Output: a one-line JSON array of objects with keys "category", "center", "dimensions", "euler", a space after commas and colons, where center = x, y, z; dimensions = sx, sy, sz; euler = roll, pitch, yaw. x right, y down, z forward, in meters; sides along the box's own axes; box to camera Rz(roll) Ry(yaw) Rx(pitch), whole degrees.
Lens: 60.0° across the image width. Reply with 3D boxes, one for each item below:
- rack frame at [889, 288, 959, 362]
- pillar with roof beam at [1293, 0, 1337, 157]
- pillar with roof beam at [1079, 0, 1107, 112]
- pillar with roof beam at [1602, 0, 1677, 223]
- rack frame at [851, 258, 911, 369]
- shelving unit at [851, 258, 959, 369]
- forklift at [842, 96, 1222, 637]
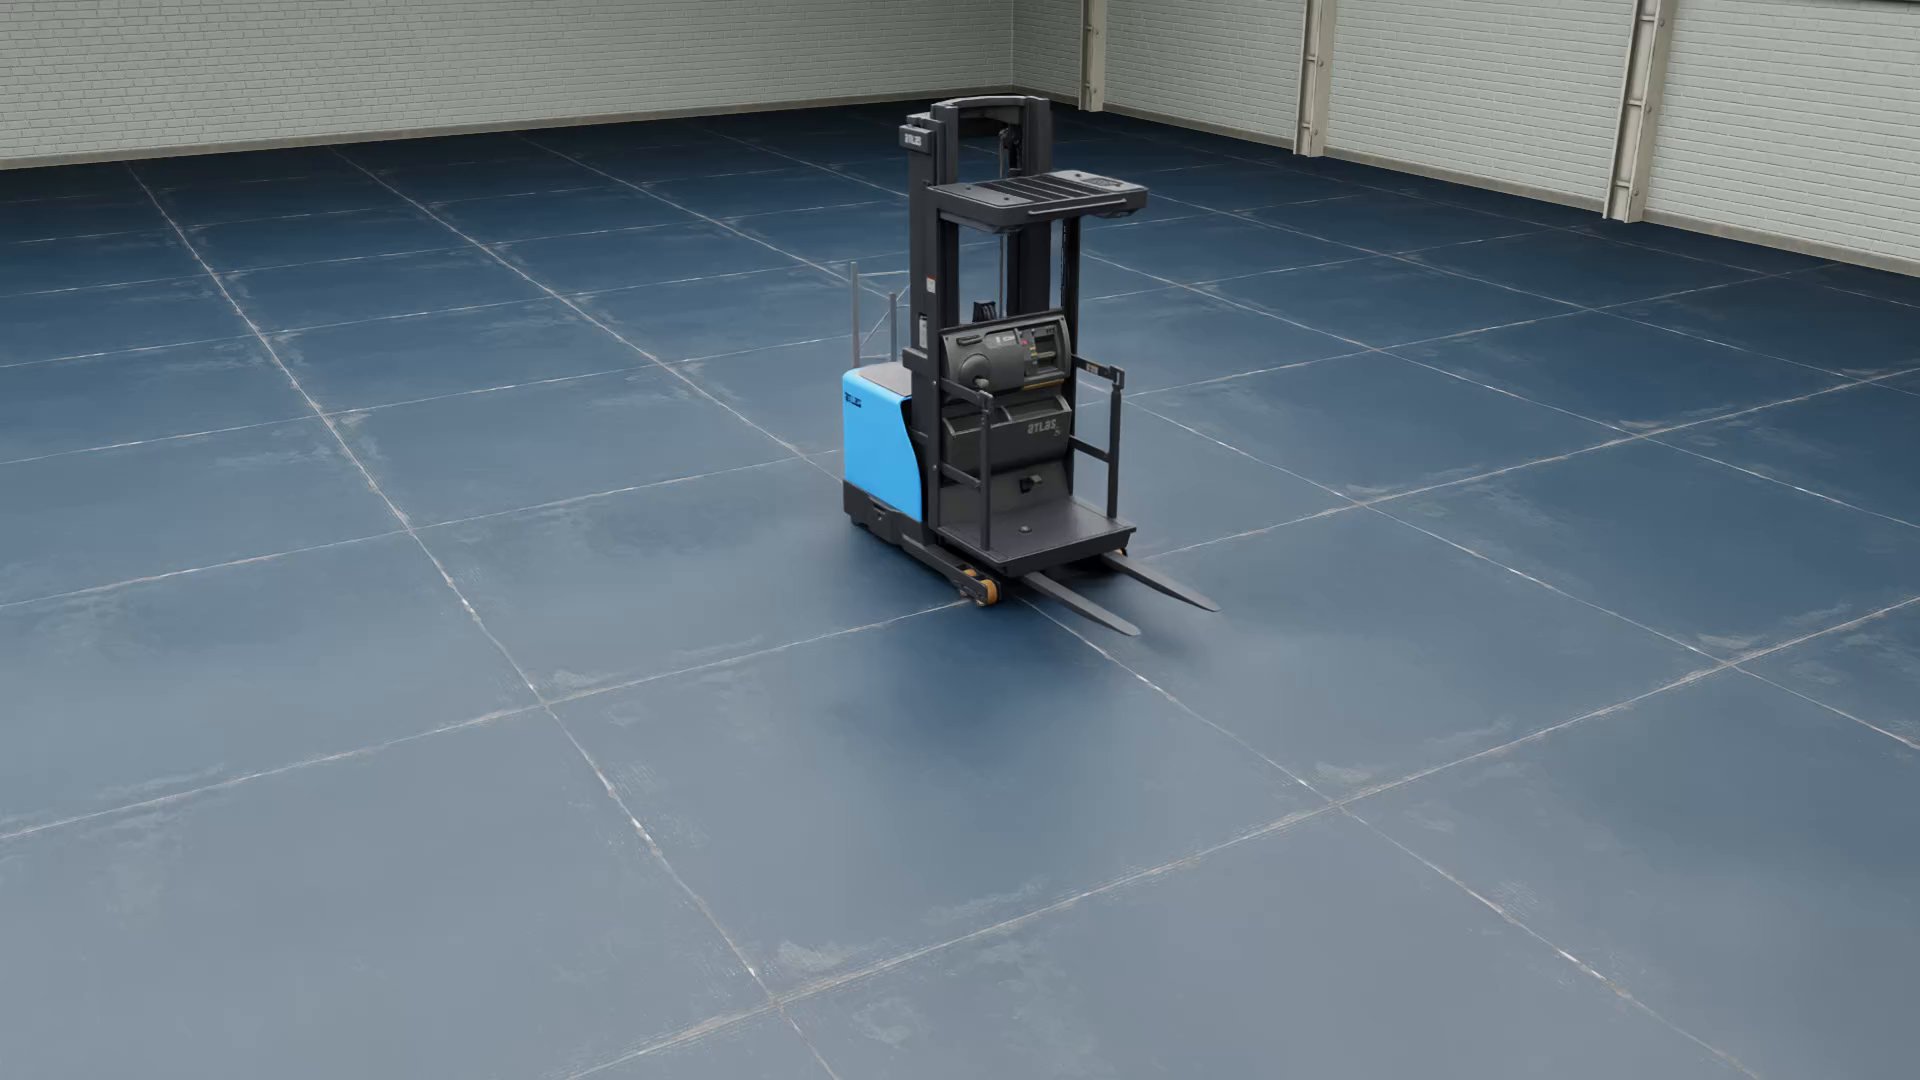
[{"category": "rack frame", "center": [-0.252, -1.050, 11.902], "dimensions": [0.500, 1.500, 0.032], "euler": [-7, 23, -17]}, {"category": "pillar with roof beam", "center": [1.815, -9.437, 22.579], "dimensions": [9.100, 9.000, 0.400], "euler": [-13, 25, -28]}, {"category": "pillar with roof beam", "center": [-1.250, -11.379, 27.357], "dimensions": [9.100, 9.000, 0.400], "euler": [-13, 25, -28]}, {"category": "pillar with roof beam", "center": [4.880, -7.495, 17.800], "dimensions": [9.100, 9.000, 0.400], "euler": [-13, 25, -28]}, {"category": "rack frame", "center": [-0.578, -1.412, 12.794], "dimensions": [0.500, 1.500, 0.032], "euler": [-7, 23, -17]}, {"category": "shelving unit", "center": [-0.412, -1.228, 12.340], "dimensions": [0.587, 1.500, 1.083], "euler": [-7, 23, -17]}, {"category": "forklift", "center": [0.419, -1.151, 10.252], "dimensions": [1.130, 2.935, 3.031], "euler": [-14, 26, -31]}]
